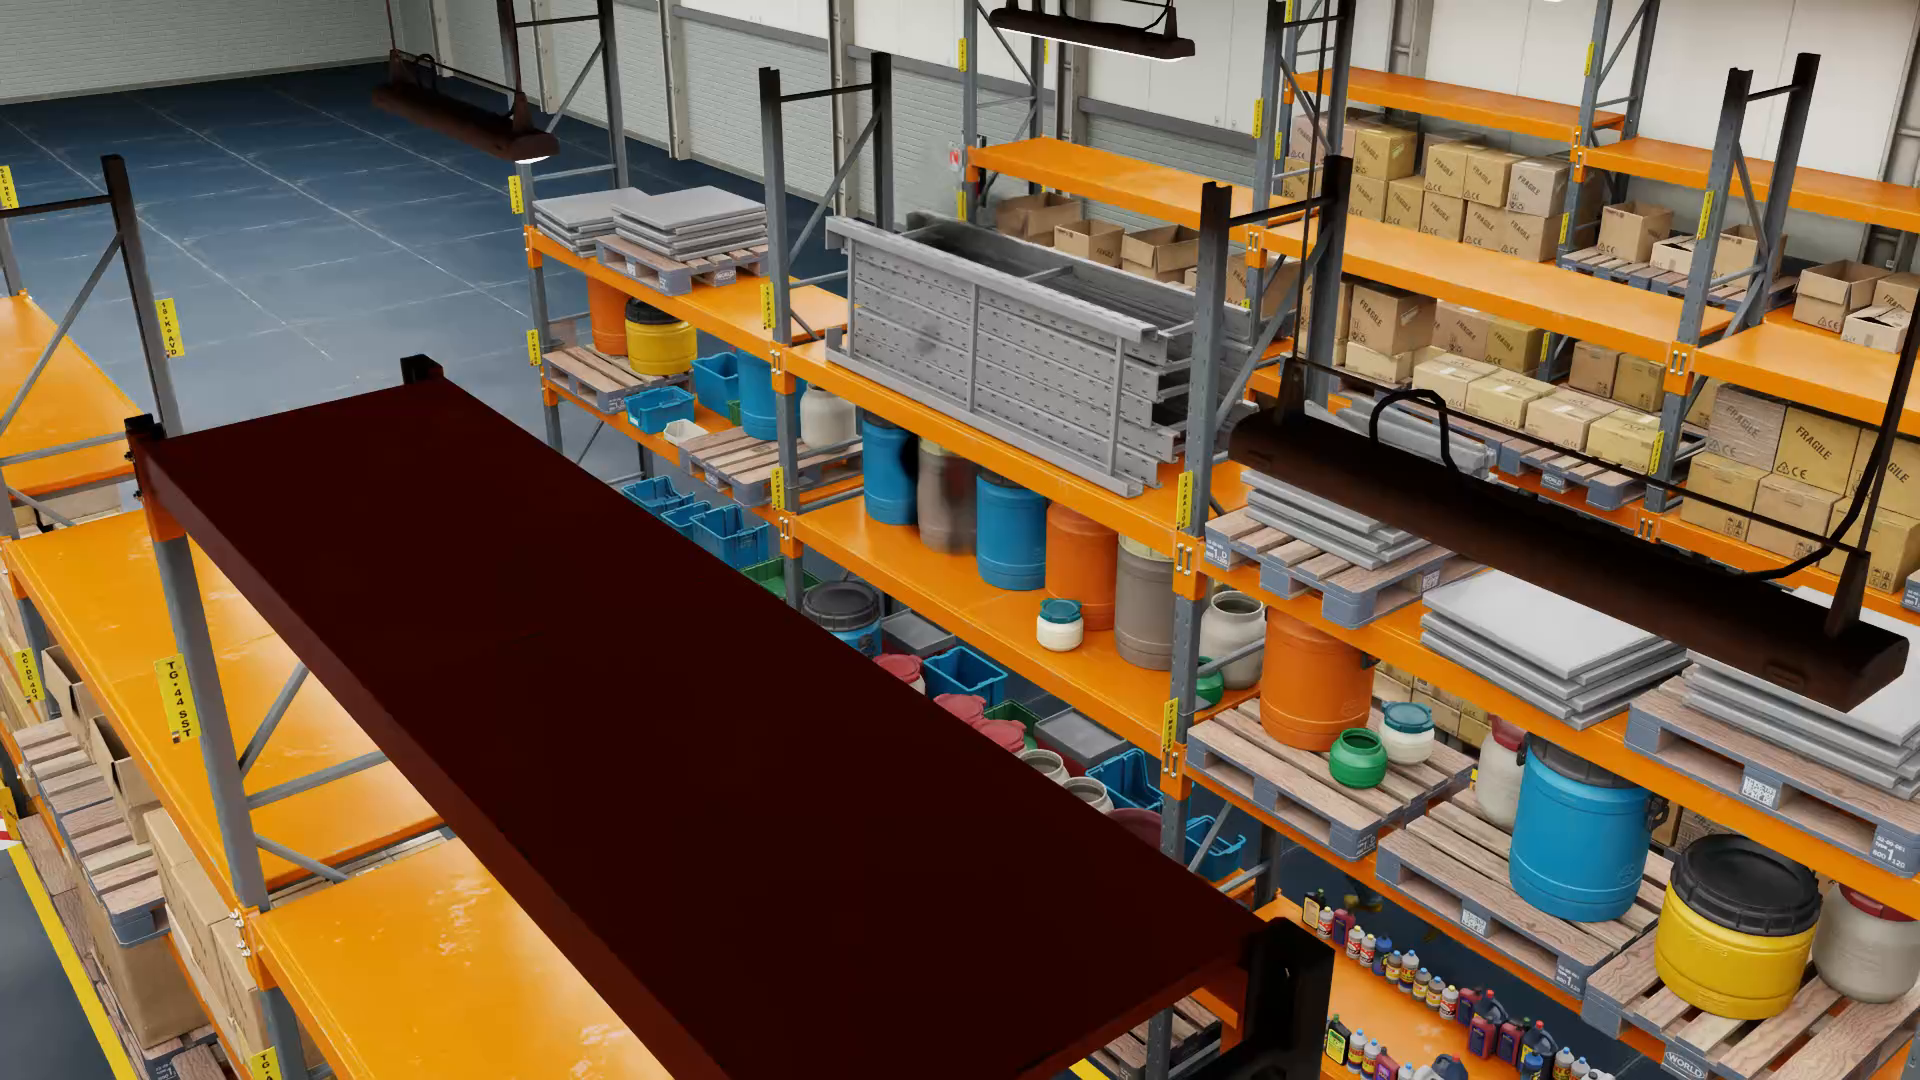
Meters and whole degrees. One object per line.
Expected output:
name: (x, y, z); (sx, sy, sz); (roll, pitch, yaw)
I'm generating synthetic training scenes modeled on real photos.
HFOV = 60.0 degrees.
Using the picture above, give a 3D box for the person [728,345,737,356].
person: (-2.565, -1.493, 19.303); (0.624, 1.741, 0.633); (-9, 27, -18)

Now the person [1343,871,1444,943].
person: (3.091, 2.105, 11.683); (0.899, 1.604, 0.708); (22, 34, 38)
